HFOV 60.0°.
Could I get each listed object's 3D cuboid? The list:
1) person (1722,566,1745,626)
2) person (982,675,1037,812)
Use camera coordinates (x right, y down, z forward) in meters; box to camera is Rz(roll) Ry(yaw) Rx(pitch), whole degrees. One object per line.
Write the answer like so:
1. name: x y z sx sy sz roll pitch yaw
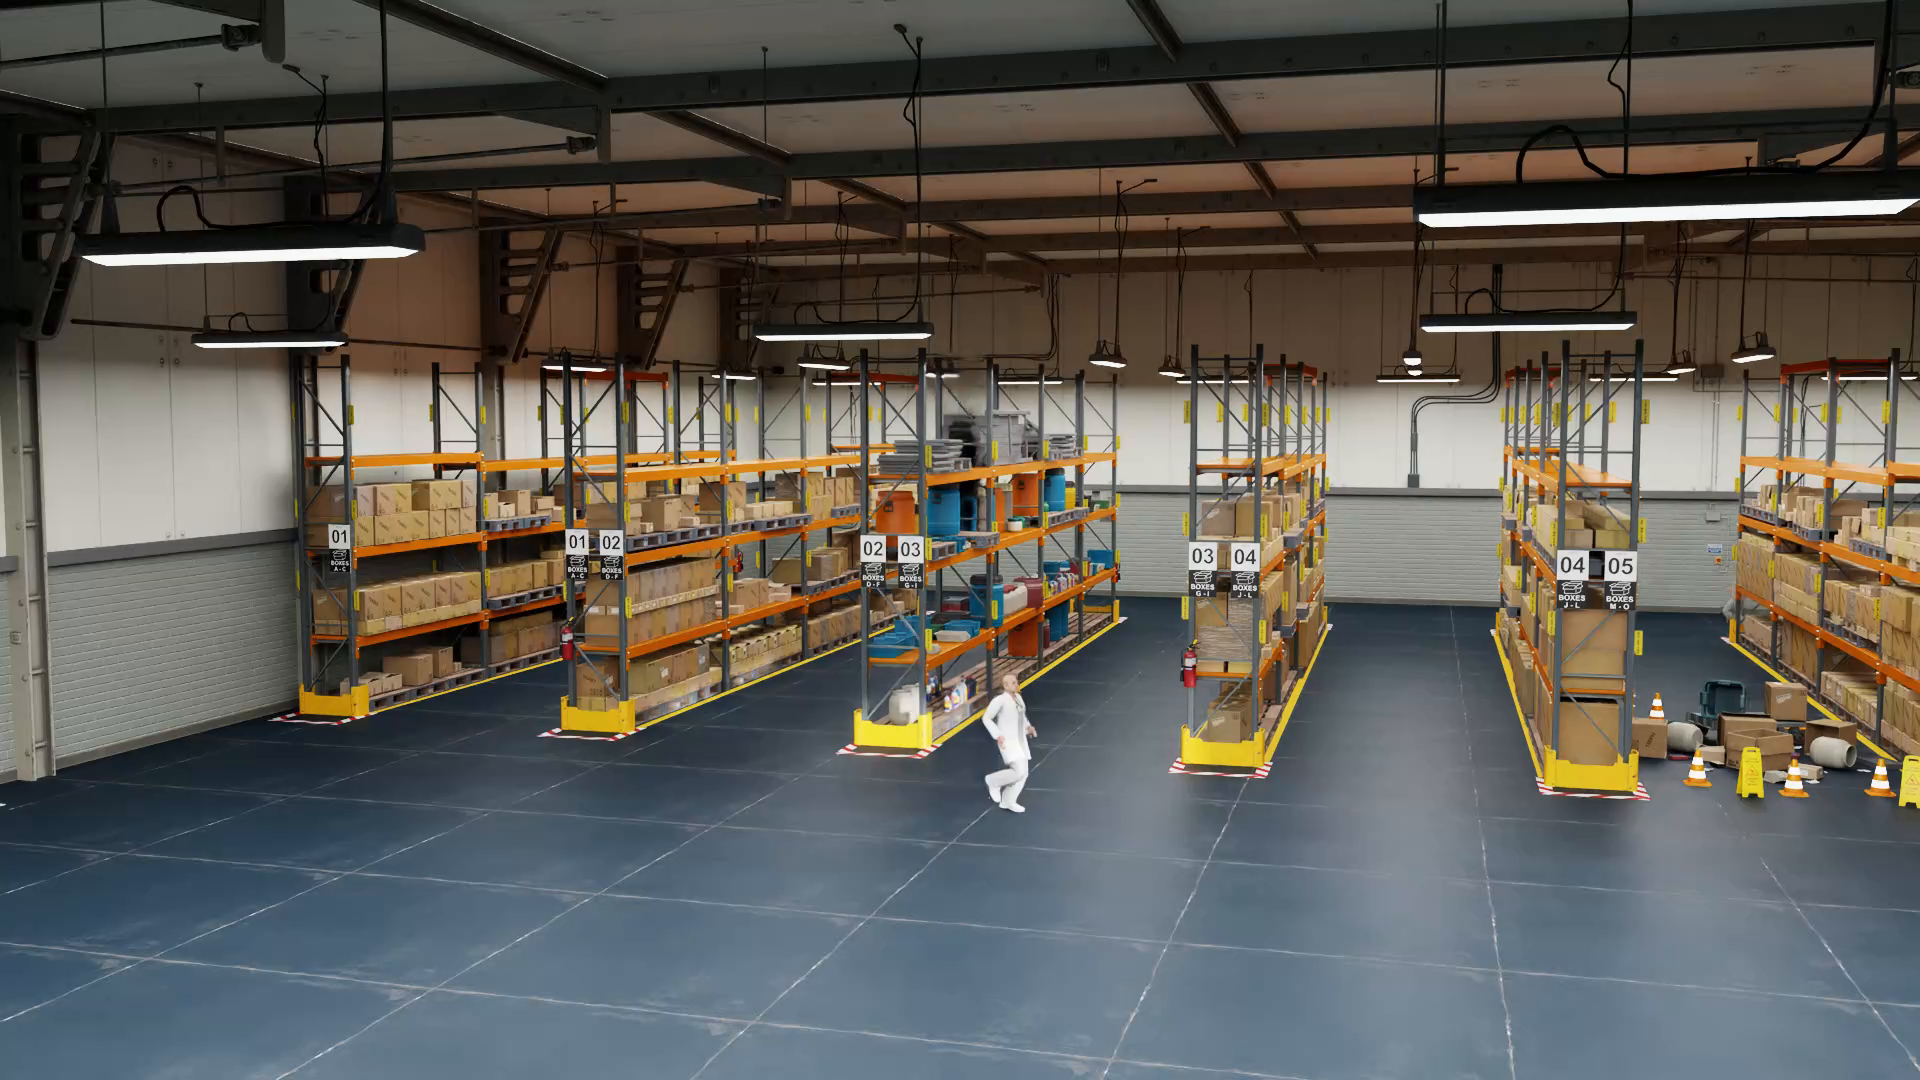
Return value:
1. person: 17.618 1.344 37.752 0.541 1.650 0.581 3 5 33
2. person: 0.654 2.567 21.033 0.635 1.735 0.708 3 5 39
